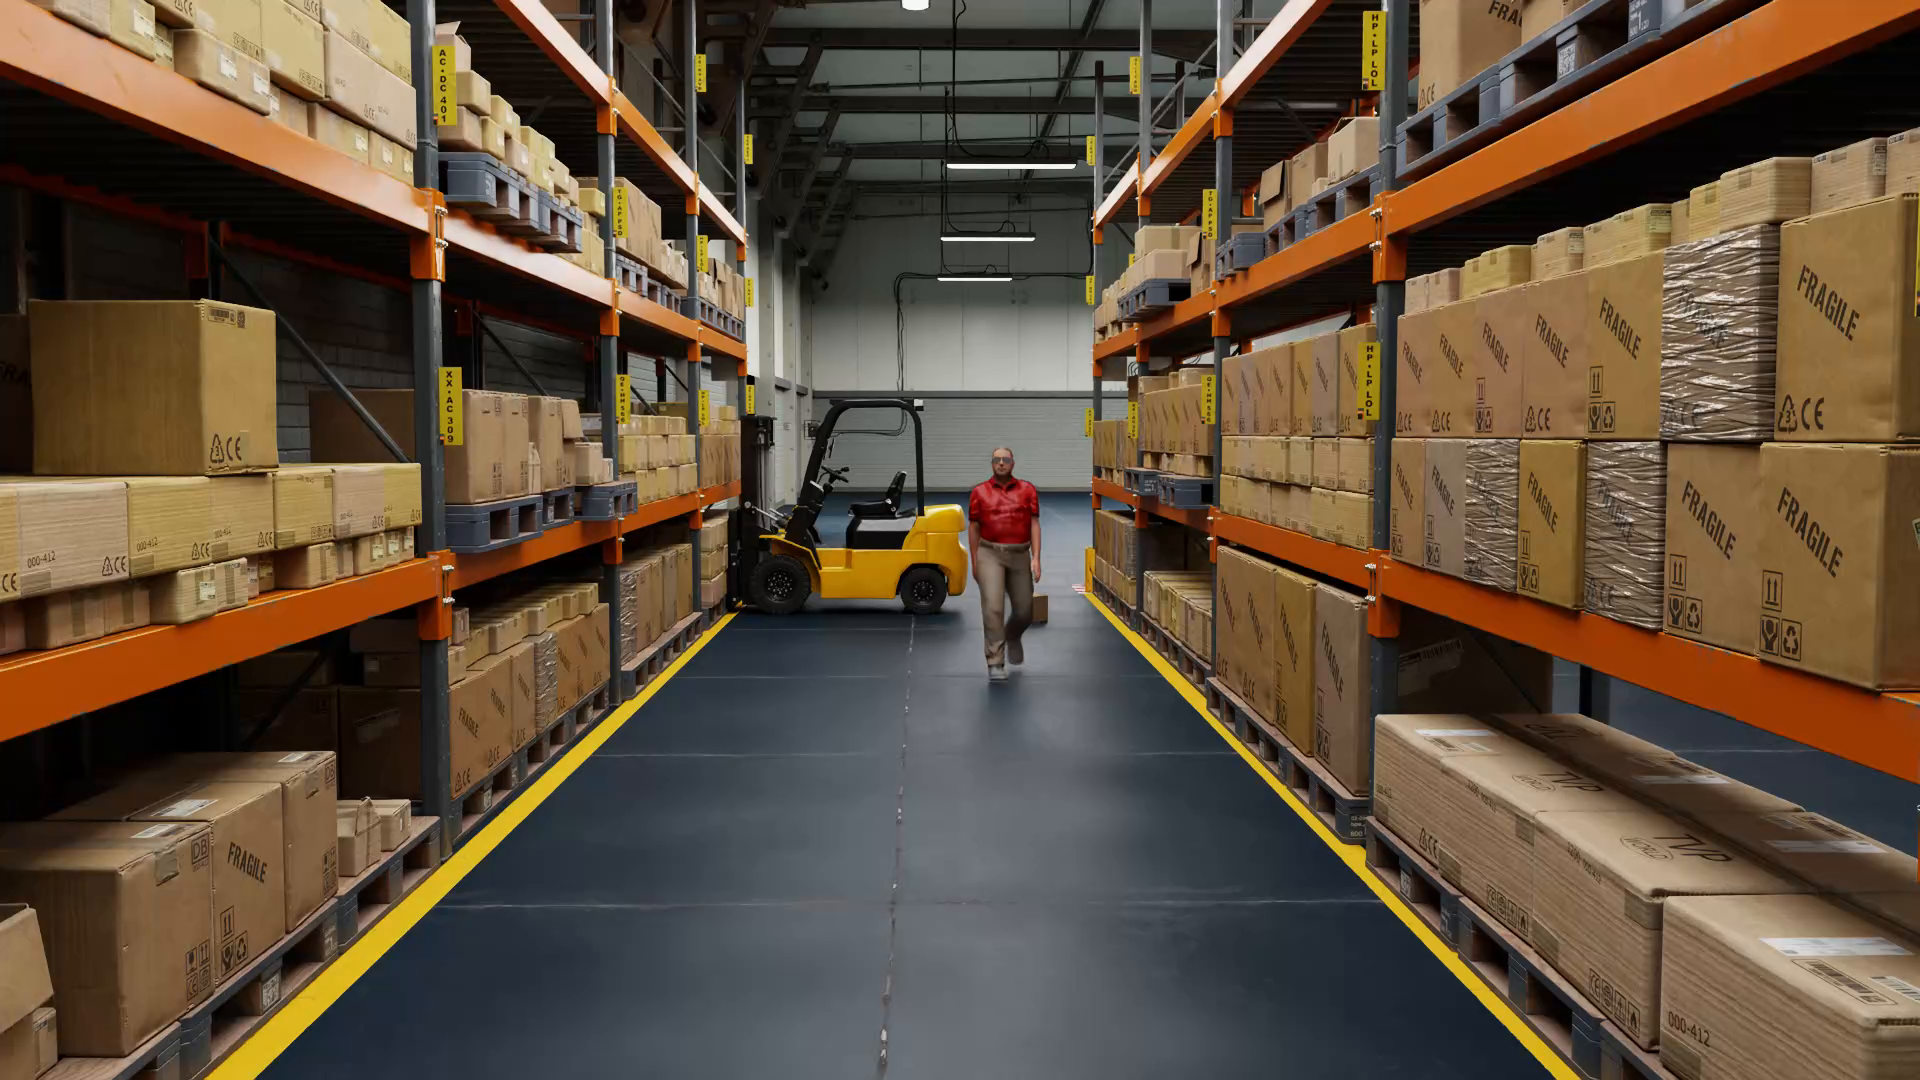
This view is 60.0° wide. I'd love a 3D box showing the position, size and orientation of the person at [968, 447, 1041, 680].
[{"bbox_3d":[0.330,0.154,12.323,0.524,1.690,0.843,0,4,-8],"label":"person"}]
